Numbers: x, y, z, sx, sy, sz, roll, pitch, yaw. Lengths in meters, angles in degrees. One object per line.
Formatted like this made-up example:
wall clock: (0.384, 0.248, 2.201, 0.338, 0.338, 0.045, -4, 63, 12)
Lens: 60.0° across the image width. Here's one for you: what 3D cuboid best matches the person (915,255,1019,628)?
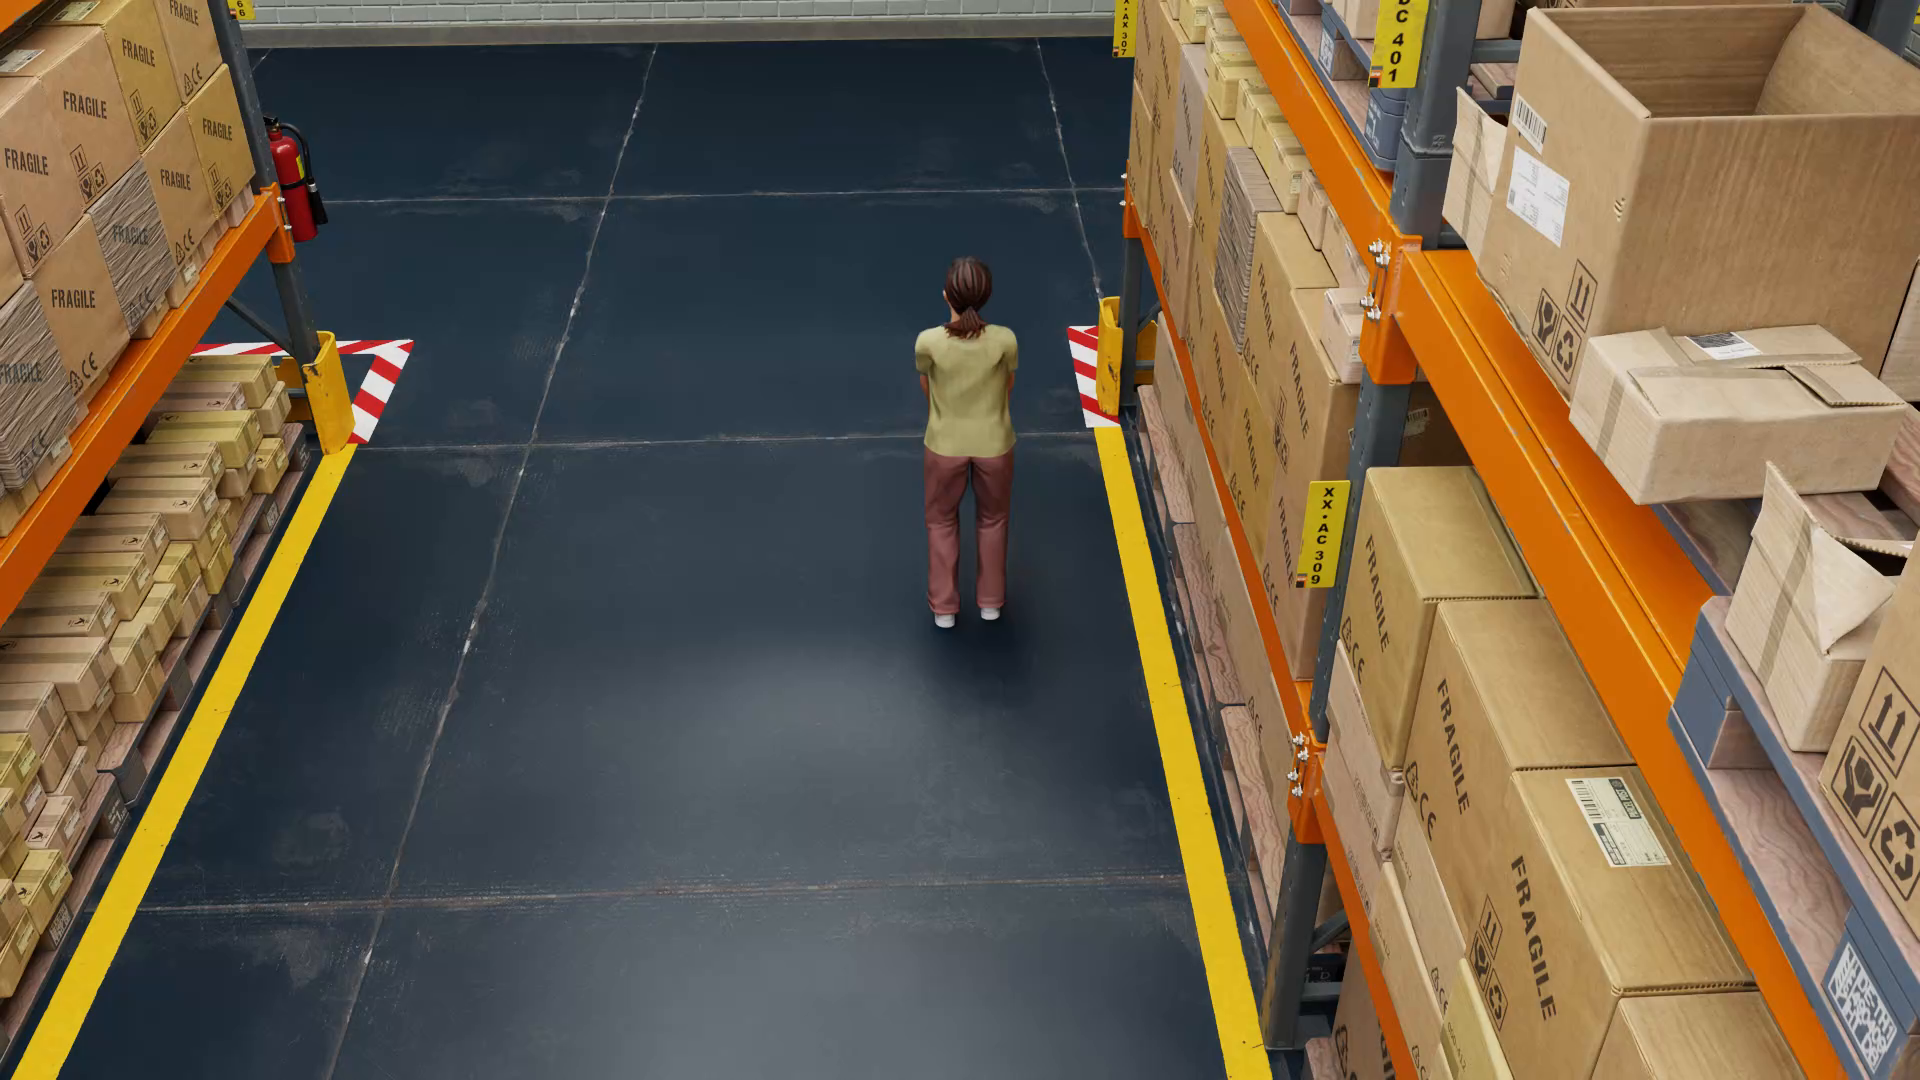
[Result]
person: (0.027, -0.417, 6.745, 0.406, 1.669, 0.514, -1, 35, -2)
